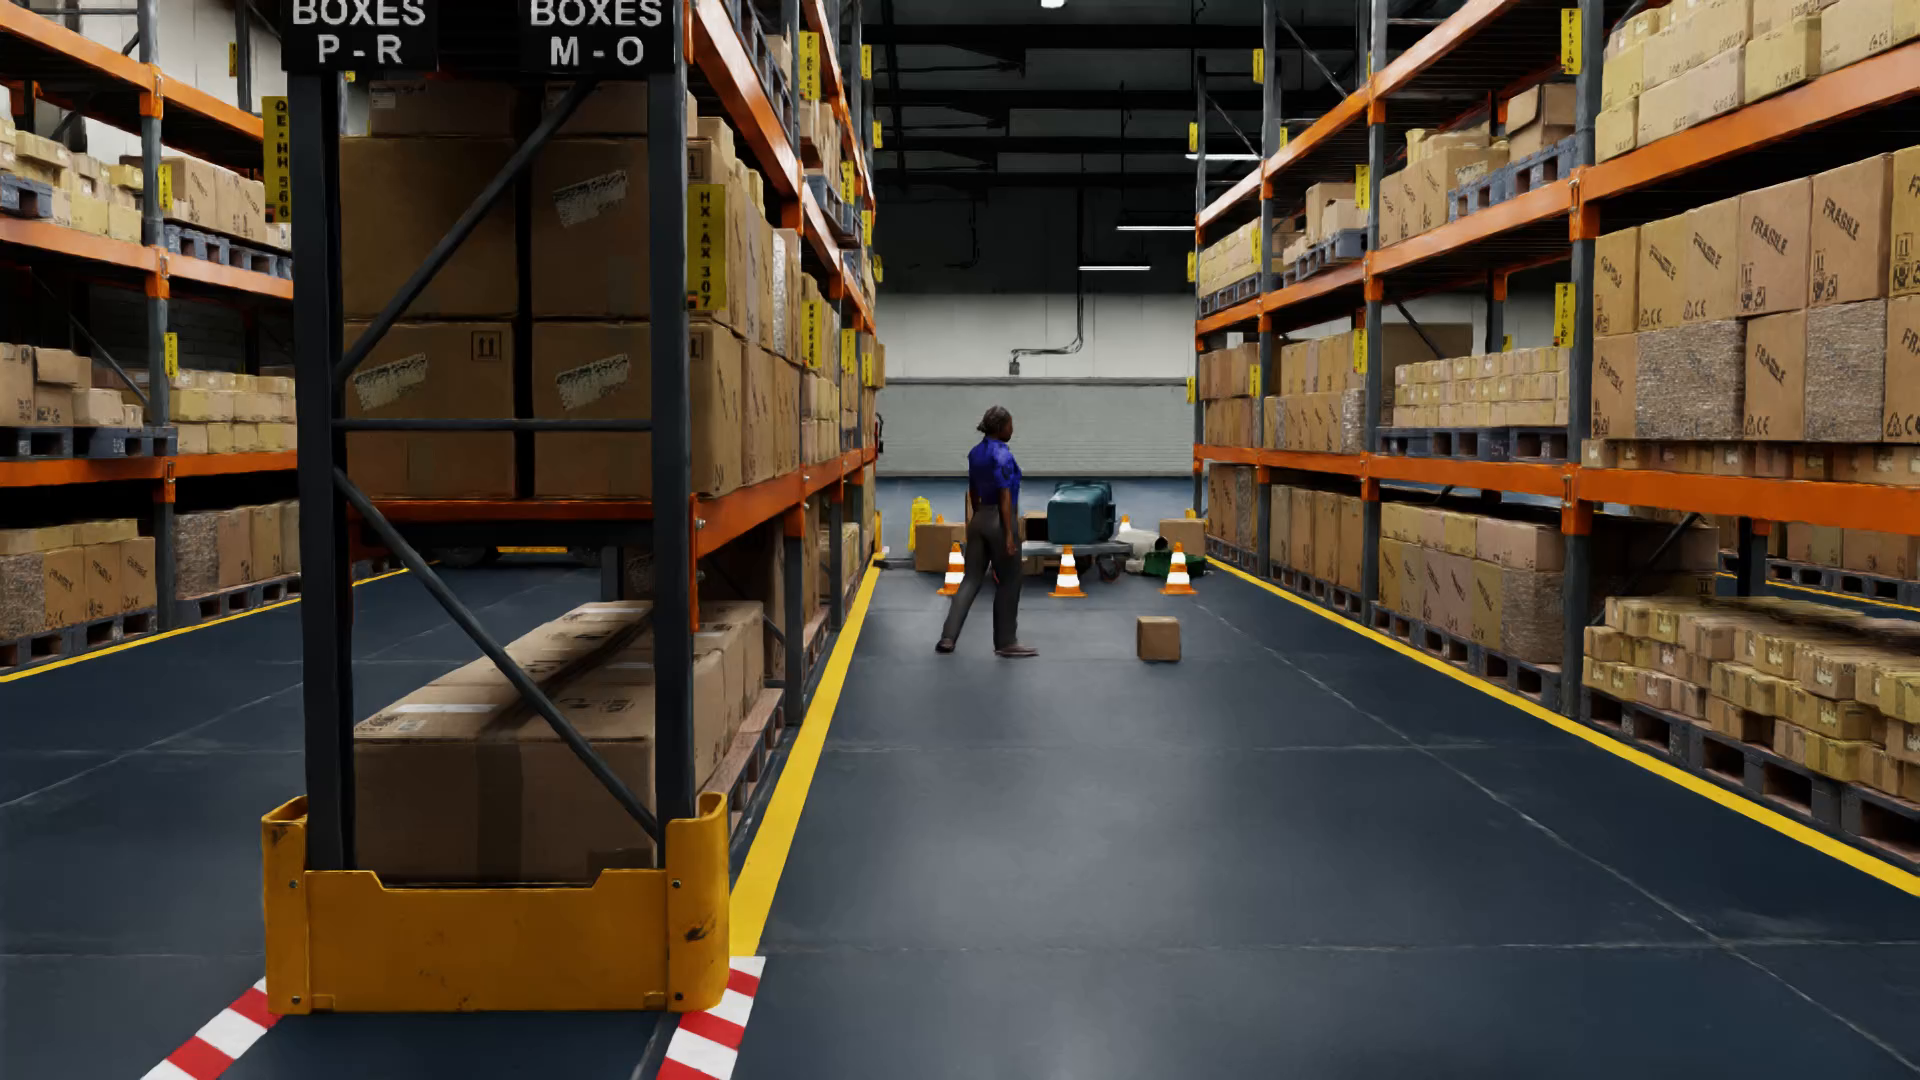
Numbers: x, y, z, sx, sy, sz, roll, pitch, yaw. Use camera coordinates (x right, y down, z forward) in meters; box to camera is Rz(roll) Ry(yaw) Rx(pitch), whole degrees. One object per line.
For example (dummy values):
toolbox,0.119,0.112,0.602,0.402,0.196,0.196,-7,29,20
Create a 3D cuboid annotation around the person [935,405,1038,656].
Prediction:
person,0.187,-0.054,10.881,0.658,1.651,0.578,-3,5,-36
